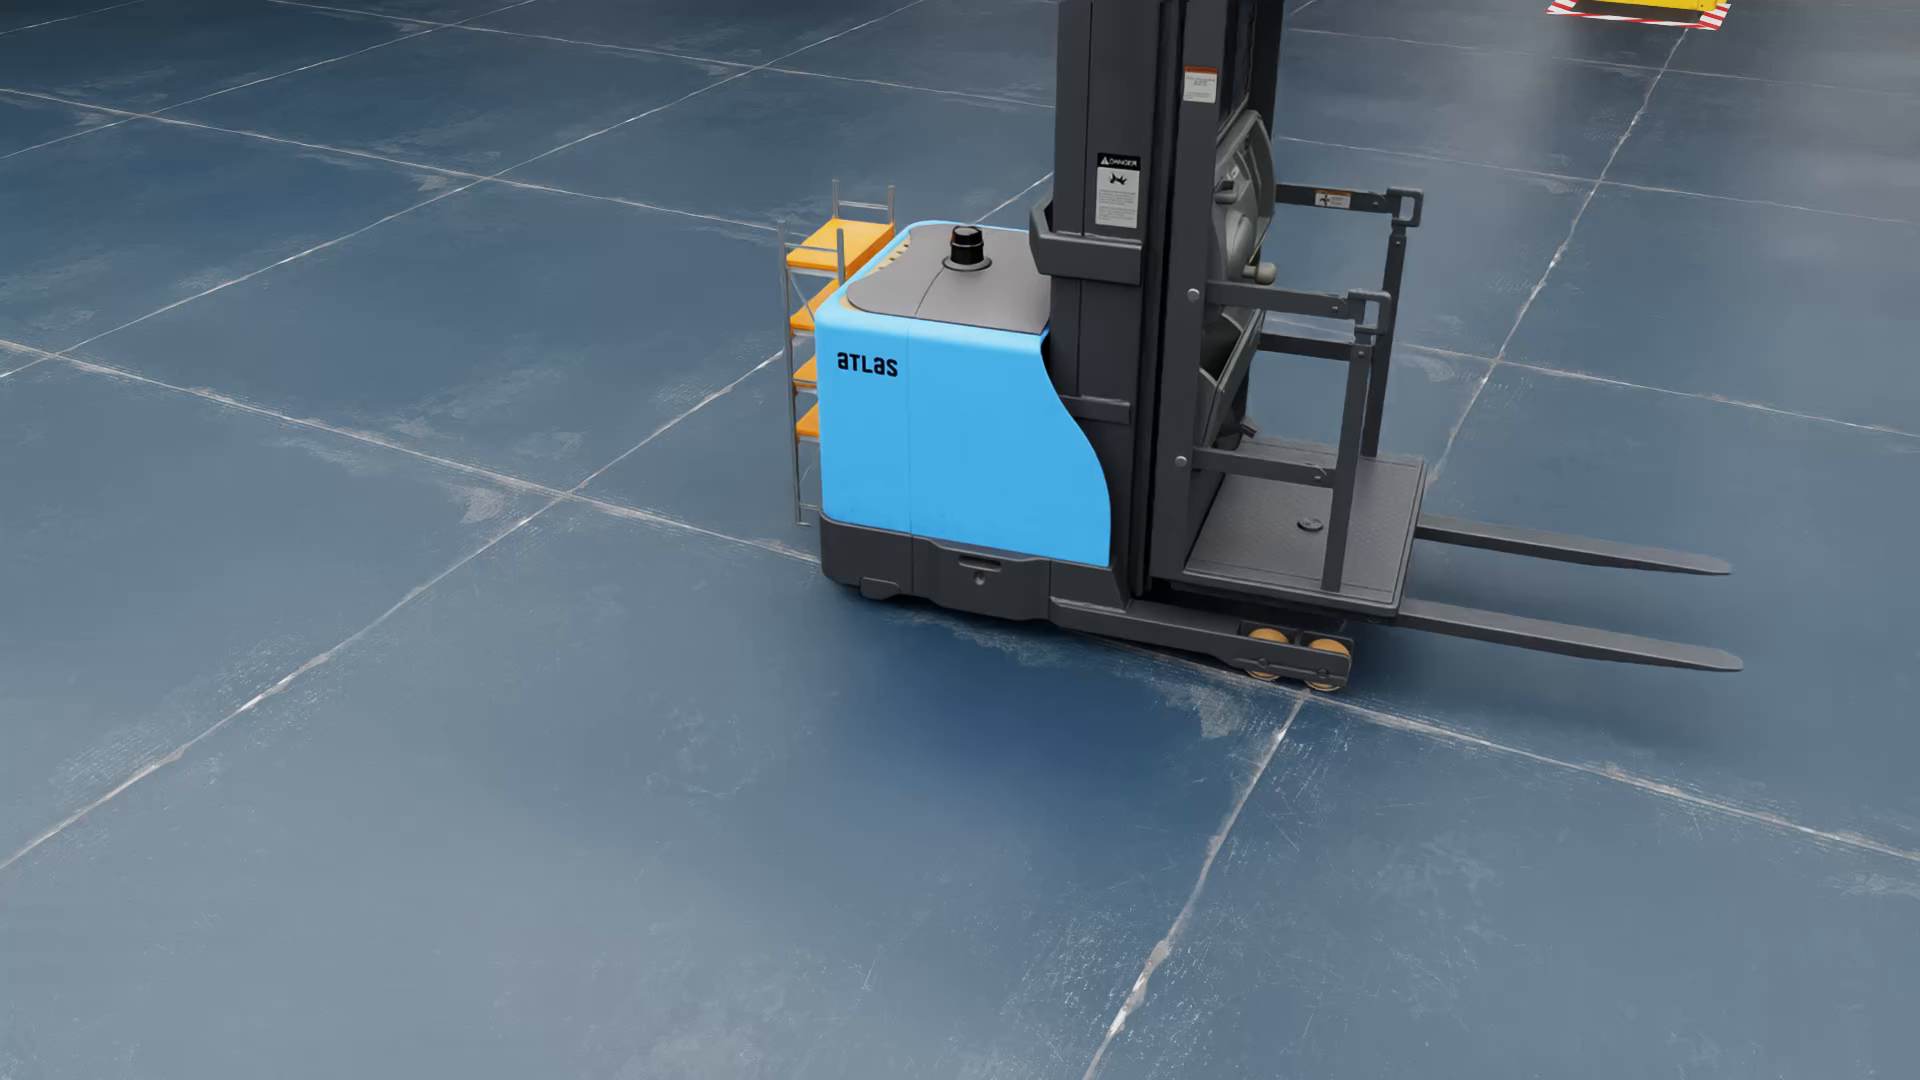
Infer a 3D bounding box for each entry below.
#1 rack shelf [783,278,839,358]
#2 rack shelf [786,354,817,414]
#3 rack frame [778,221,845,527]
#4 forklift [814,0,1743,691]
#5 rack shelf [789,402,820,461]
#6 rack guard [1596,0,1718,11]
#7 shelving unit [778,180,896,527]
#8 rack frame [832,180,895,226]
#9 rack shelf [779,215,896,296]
[{"bbox_3d":[-0.437,-0.815,6.150,0.258,0.148,0.480,10,31,16],"label":"rack shelf"},{"bbox_3d":[-0.436,-0.621,6.262,0.258,0.148,0.480,10,31,16],"label":"rack shelf"},{"bbox_3d":[-0.515,-0.565,6.028,0.240,1.200,0.015,10,31,16],"label":"rack frame"},{"bbox_3d":[1.081,-1.079,5.186,3.031,2.935,1.130,10,31,16],"label":"forklift"},{"bbox_3d":[-0.436,-0.449,6.360,0.258,0.148,0.480,10,31,16],"label":"rack shelf"},{"bbox_3d":[5.890,-4.866,14.222,1.175,0.500,0.348,14,33,23],"label":"rack guard"},{"bbox_3d":[-0.436,-0.680,6.228,0.258,1.200,0.503,10,31,16],"label":"shelving unit"},{"bbox_3d":[-0.358,-0.795,6.429,0.240,1.200,0.015,10,31,16],"label":"rack frame"},{"bbox_3d":[-0.437,-1.020,6.033,0.258,0.148,0.480,10,31,16],"label":"rack shelf"}]
